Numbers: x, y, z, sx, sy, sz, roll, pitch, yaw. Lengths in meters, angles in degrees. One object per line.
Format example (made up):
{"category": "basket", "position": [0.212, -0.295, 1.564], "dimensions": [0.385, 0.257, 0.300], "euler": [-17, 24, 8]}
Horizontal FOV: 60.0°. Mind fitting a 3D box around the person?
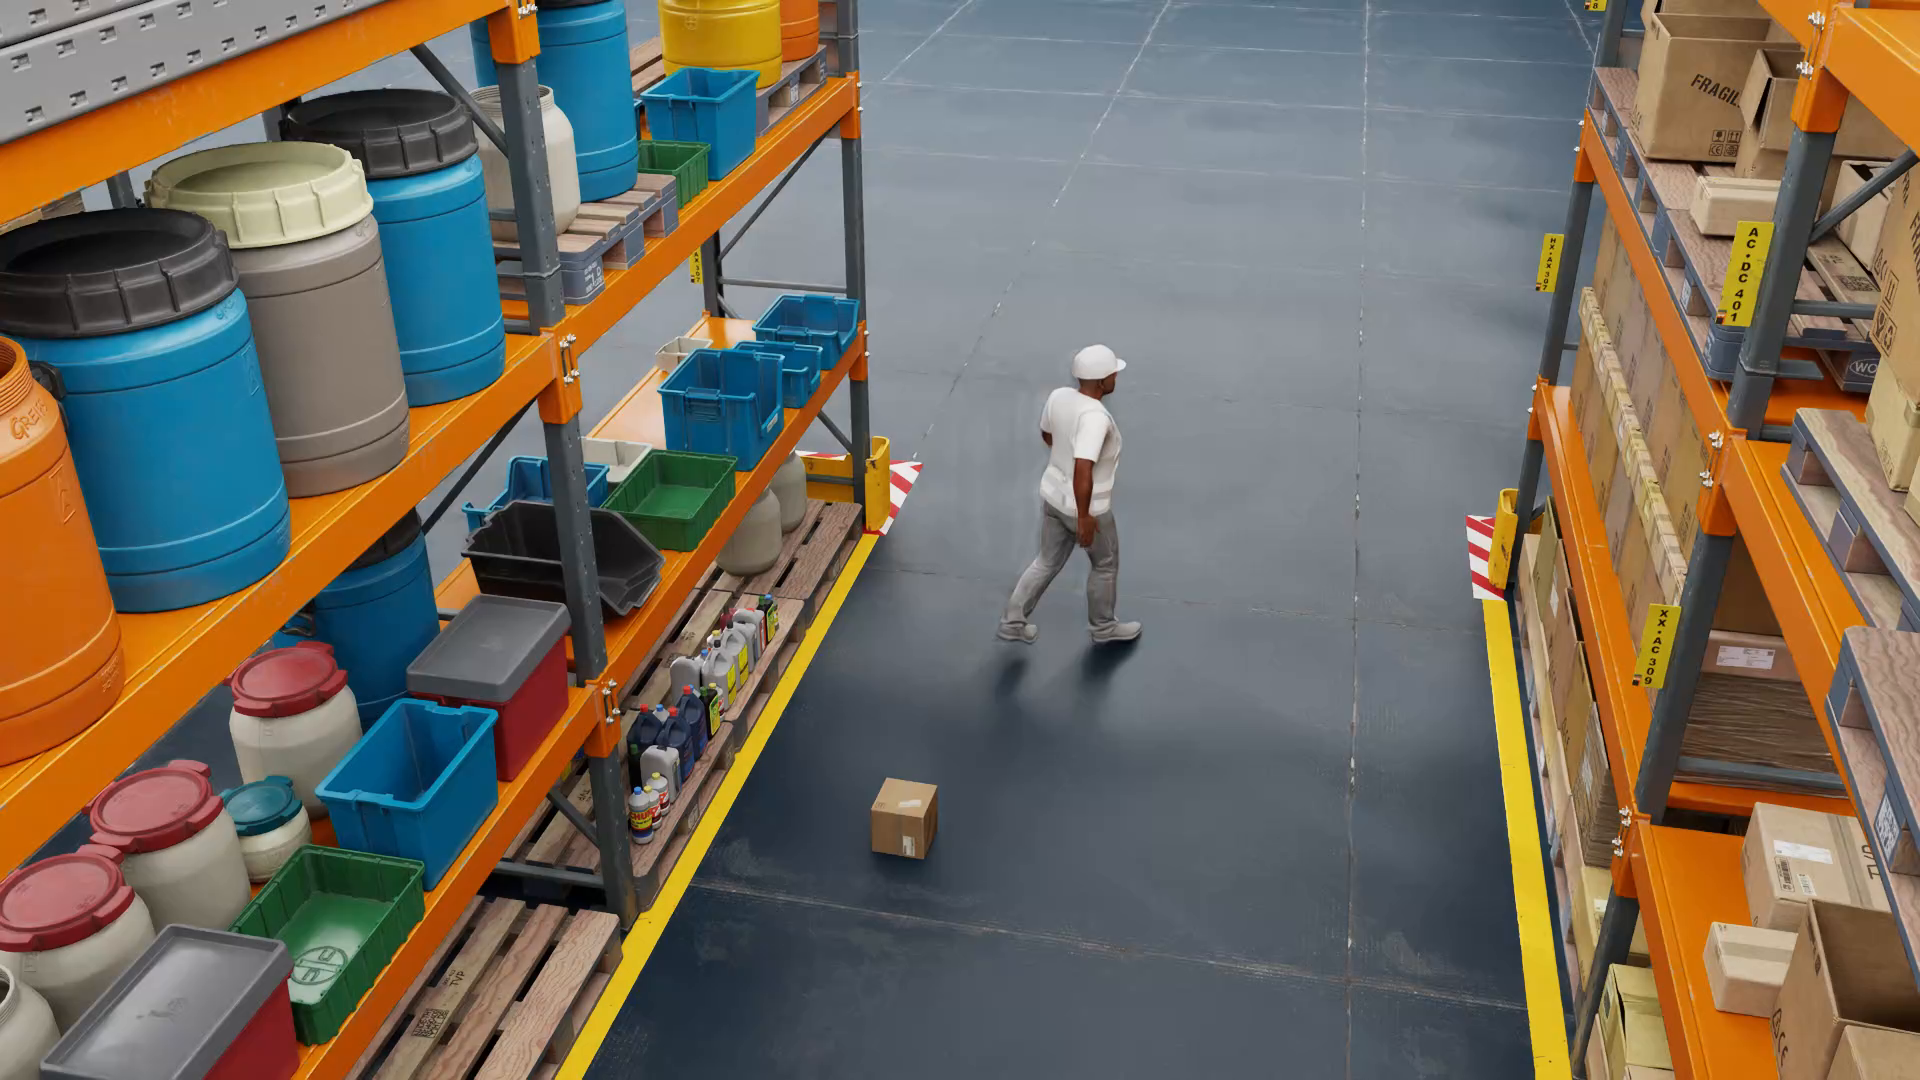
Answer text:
{"category": "person", "position": [0.599, -0.203, 8.935], "dimensions": [0.840, 1.748, 0.719], "euler": [-16, 32, -26]}
